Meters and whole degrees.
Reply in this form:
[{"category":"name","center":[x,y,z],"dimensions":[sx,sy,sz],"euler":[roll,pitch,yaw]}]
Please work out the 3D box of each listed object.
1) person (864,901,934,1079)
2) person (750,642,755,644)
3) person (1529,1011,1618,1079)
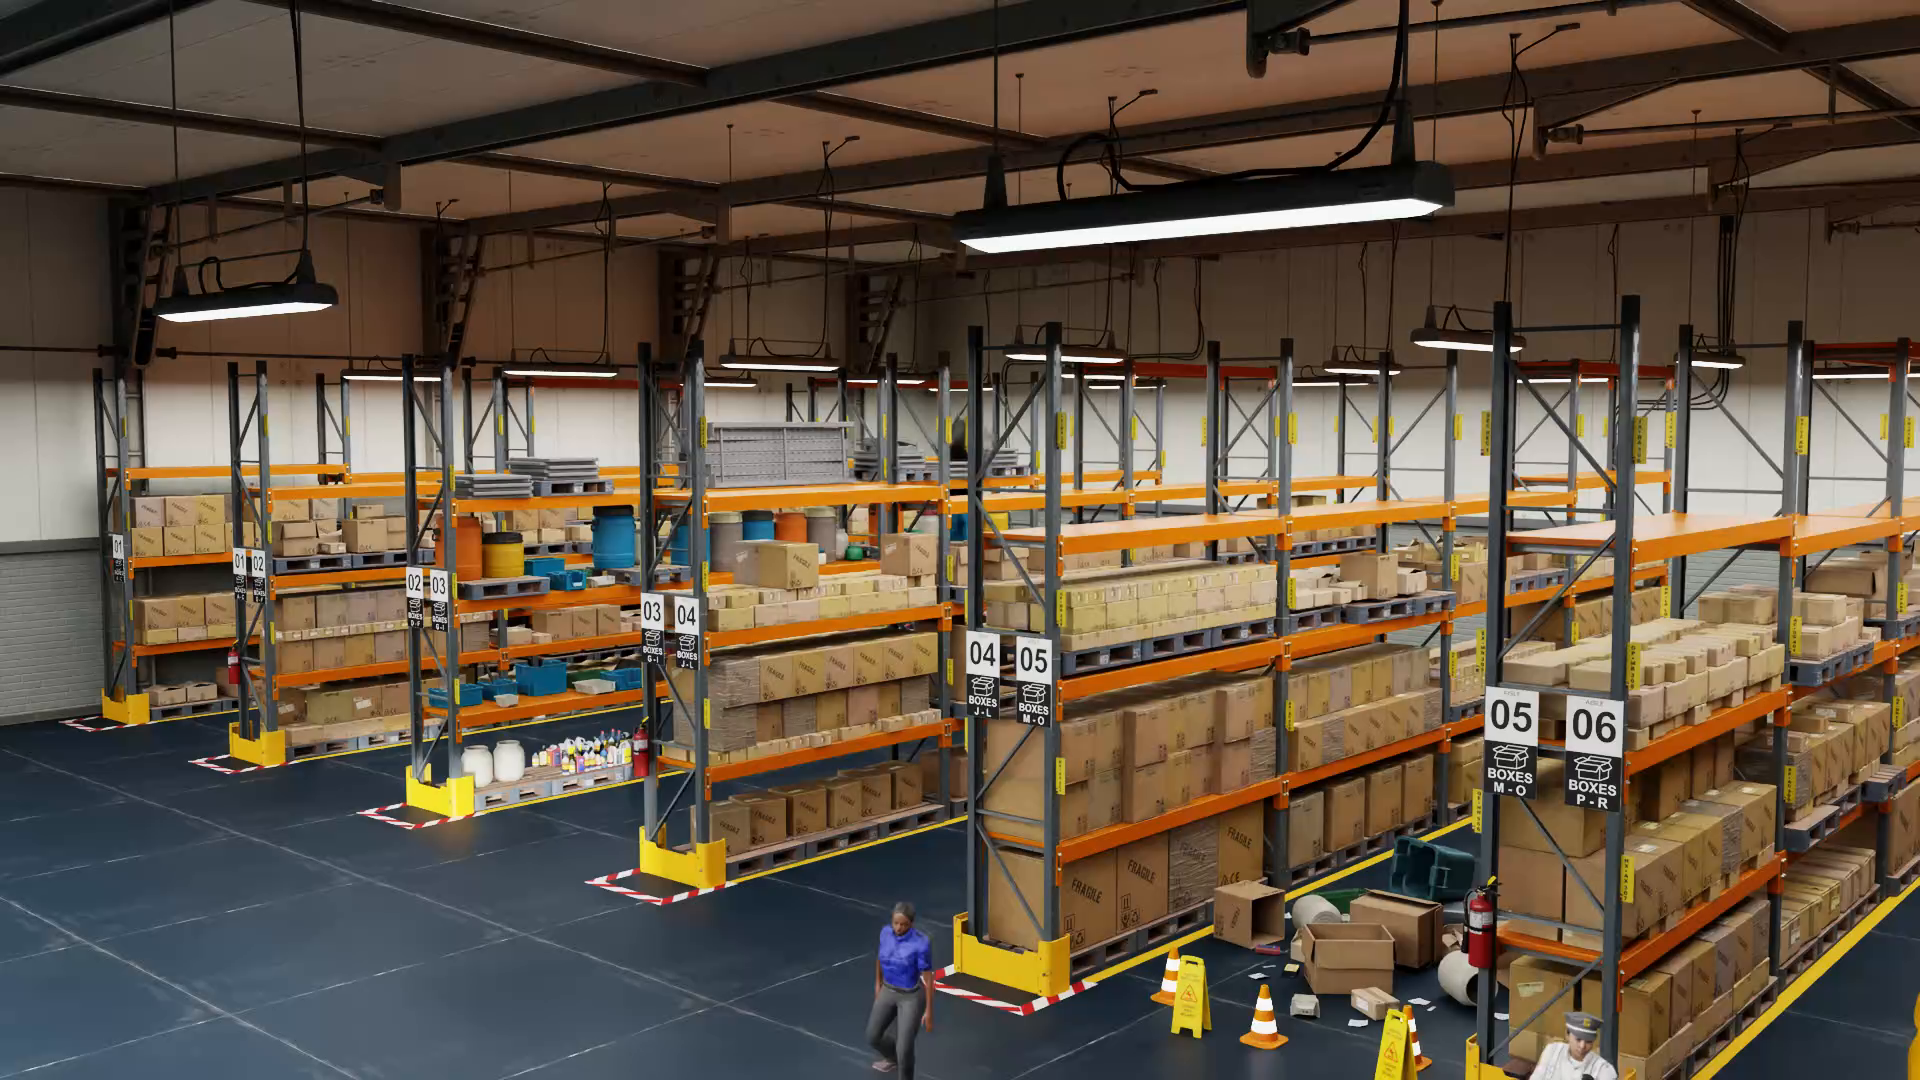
[{"category":"person","center":[-0.434,3.445,12.626],"dimensions":[0.742,1.576,0.612],"euler":[2,5,29]},{"category":"person","center":[-3.347,2.208,28.932],"dimensions":[0.591,1.663,0.929],"euler":[3,5,34]},{"category":"person","center":[3.752,3.604,10.197],"dimensions":[0.678,1.617,0.681],"euler":[3,5,33]}]
